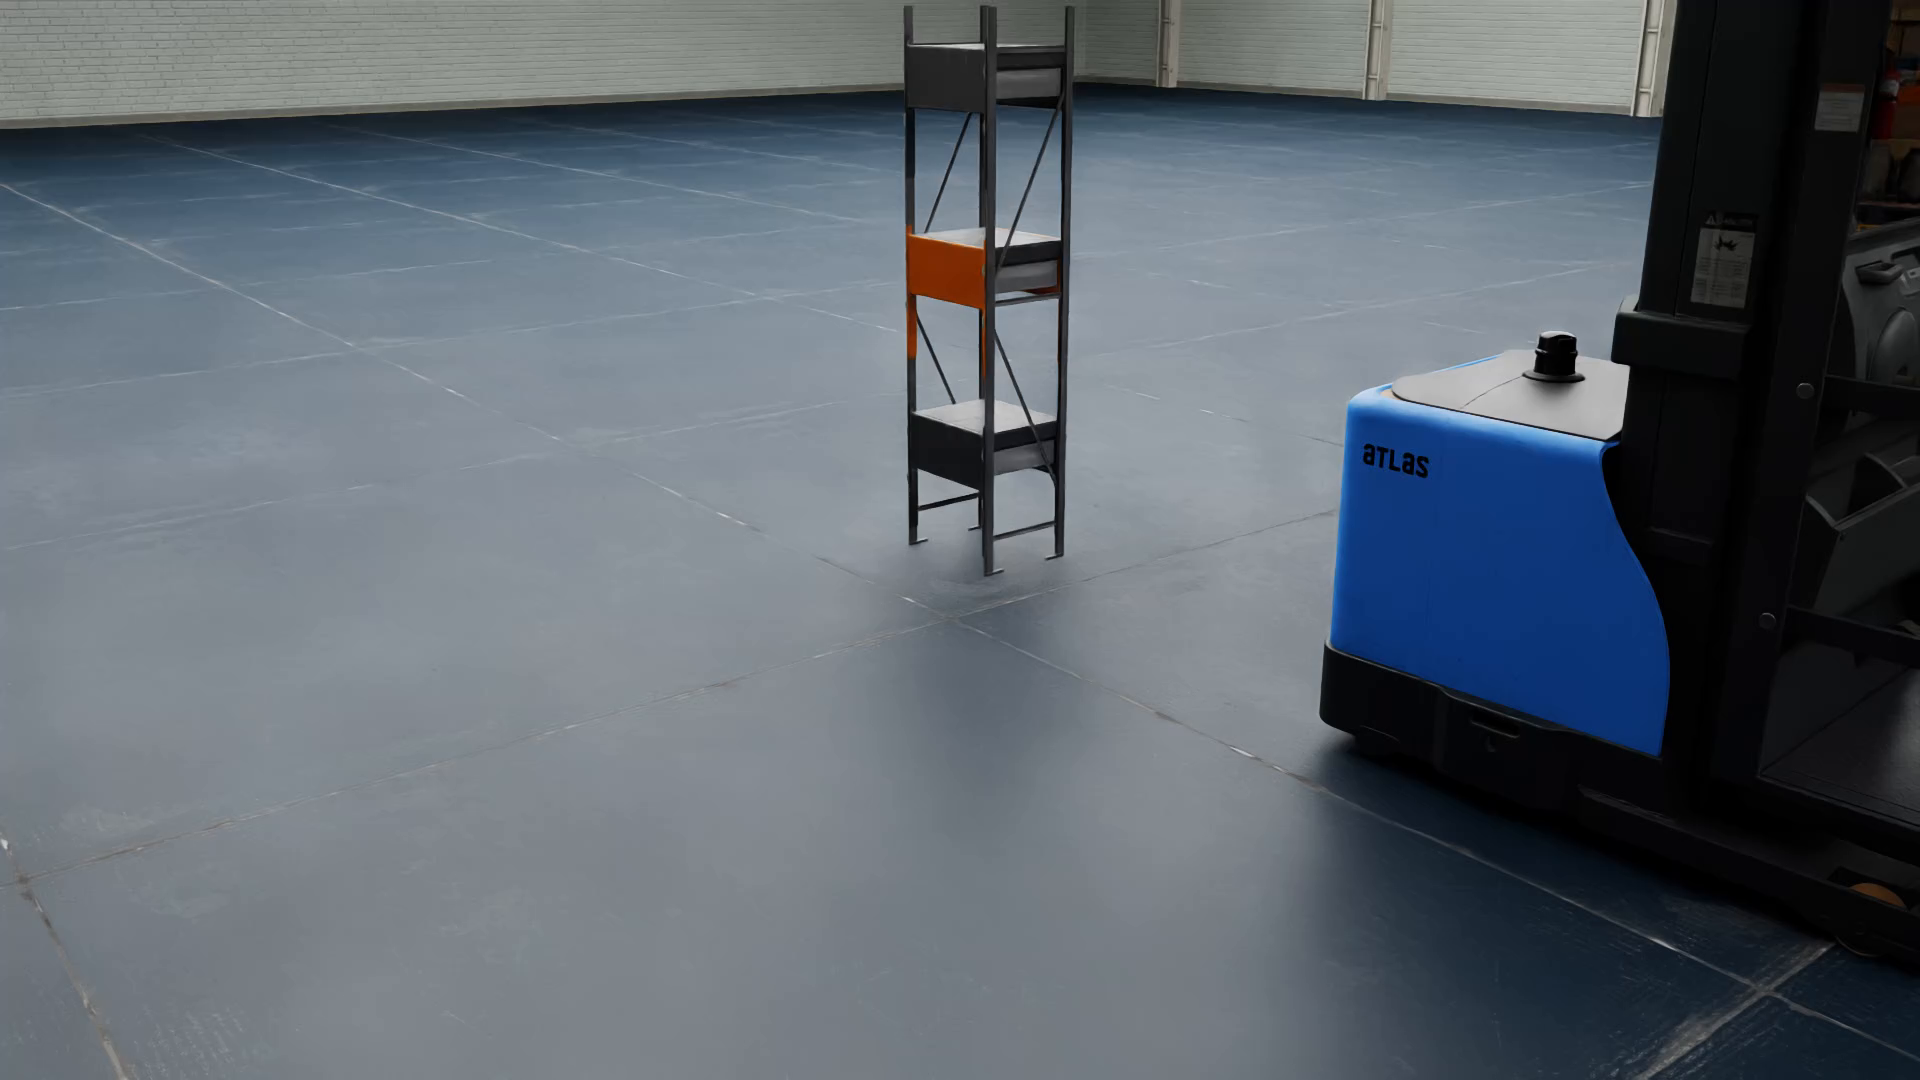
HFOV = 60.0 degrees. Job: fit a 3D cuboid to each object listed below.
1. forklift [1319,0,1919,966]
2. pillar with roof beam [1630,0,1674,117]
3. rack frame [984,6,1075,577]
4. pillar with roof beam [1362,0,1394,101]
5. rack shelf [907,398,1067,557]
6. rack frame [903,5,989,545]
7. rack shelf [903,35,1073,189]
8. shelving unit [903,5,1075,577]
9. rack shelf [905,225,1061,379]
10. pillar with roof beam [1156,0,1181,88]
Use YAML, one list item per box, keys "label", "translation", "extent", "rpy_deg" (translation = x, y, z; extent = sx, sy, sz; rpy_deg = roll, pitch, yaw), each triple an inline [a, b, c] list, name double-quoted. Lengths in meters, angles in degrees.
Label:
- label: "forklift"
  translation: [2.450, -0.549, 3.858]
  extent: [1.130, 2.935, 3.031]
  rpy_deg: [-16, 24, -40]
- label: "pillar with roof beam"
  translation: [8.884, -11.020, 25.827]
  extent: [9.100, 9.000, 0.400]
  rpy_deg: [-14, 23, -36]
- label: "rack frame"
  translation: [0.254, -0.896, 6.228]
  extent: [0.400, 2.100, 0.015]
  rpy_deg: [-14, 23, -36]
- label: "pillar with roof beam"
  translation: [5.159, -12.499, 30.292]
  extent: [9.100, 9.000, 0.400]
  rpy_deg: [-14, 23, -36]
- label: "rack shelf"
  translation: [0.103, -0.279, 6.634]
  extent: [0.431, 0.518, 0.480]
  rpy_deg: [-14, 23, -36]
- label: "rack frame"
  translation: [-0.049, -1.016, 6.591]
  extent: [0.400, 2.100, 0.015]
  rpy_deg: [-14, 23, -36]
- label: "rack shelf"
  translation: [0.103, -1.608, 6.193]
  extent: [0.431, 0.518, 0.480]
  rpy_deg: [-14, 23, -36]
- label: "shelving unit"
  translation: [0.103, -0.956, 6.409]
  extent: [0.431, 2.100, 0.503]
  rpy_deg: [-14, 23, -36]
- label: "rack shelf"
  translation: [0.103, -0.943, 6.414]
  extent: [0.431, 0.518, 0.480]
  rpy_deg: [-14, 23, -36]
- label: "pillar with roof beam"
  translation: [1.434, -13.977, 34.757]
  extent: [9.100, 9.000, 0.400]
  rpy_deg: [-14, 23, -36]
